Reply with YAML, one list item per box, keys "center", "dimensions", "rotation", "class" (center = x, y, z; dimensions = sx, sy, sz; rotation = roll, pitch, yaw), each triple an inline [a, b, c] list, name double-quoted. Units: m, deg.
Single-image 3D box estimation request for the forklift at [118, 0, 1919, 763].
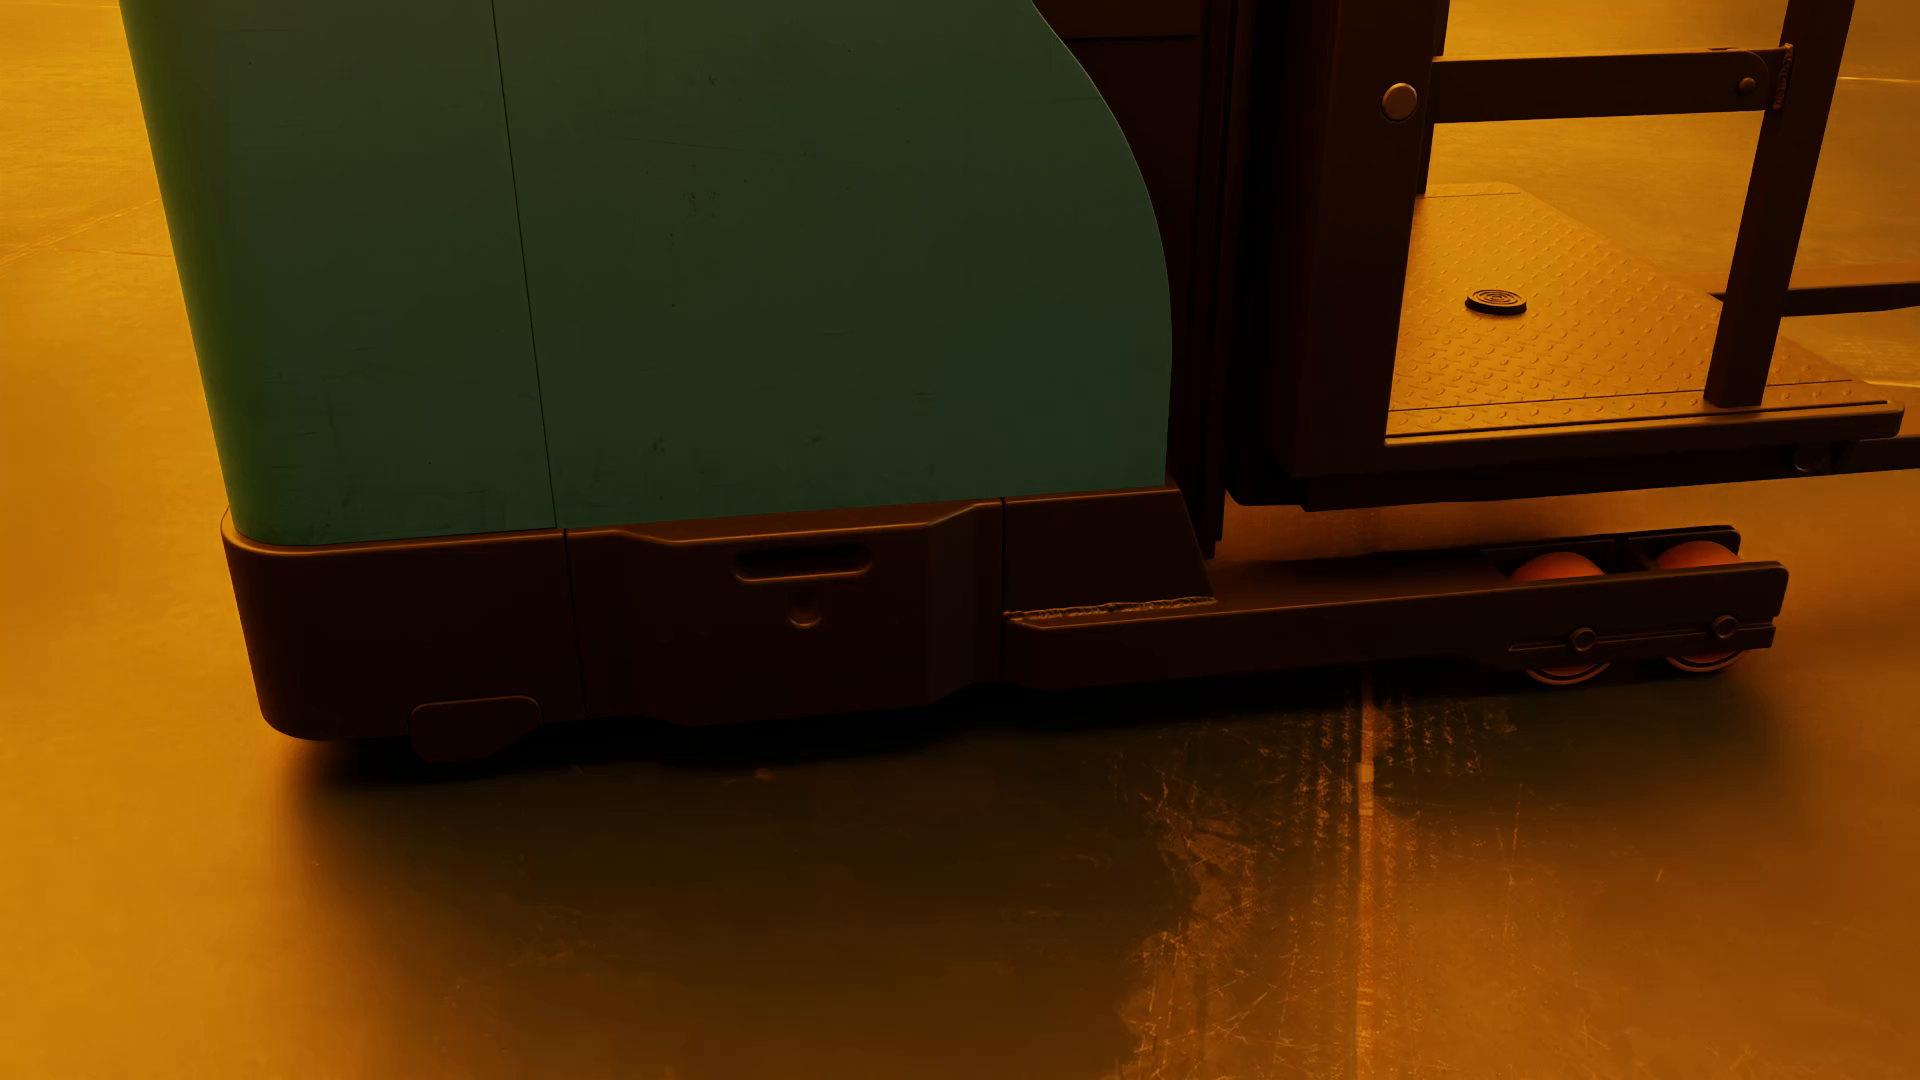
- center: [0.600, -1.354, 1.930]
  dimensions: [3.031, 2.935, 1.130]
  rotation: [-4, 27, -9]
  class: "forklift"
